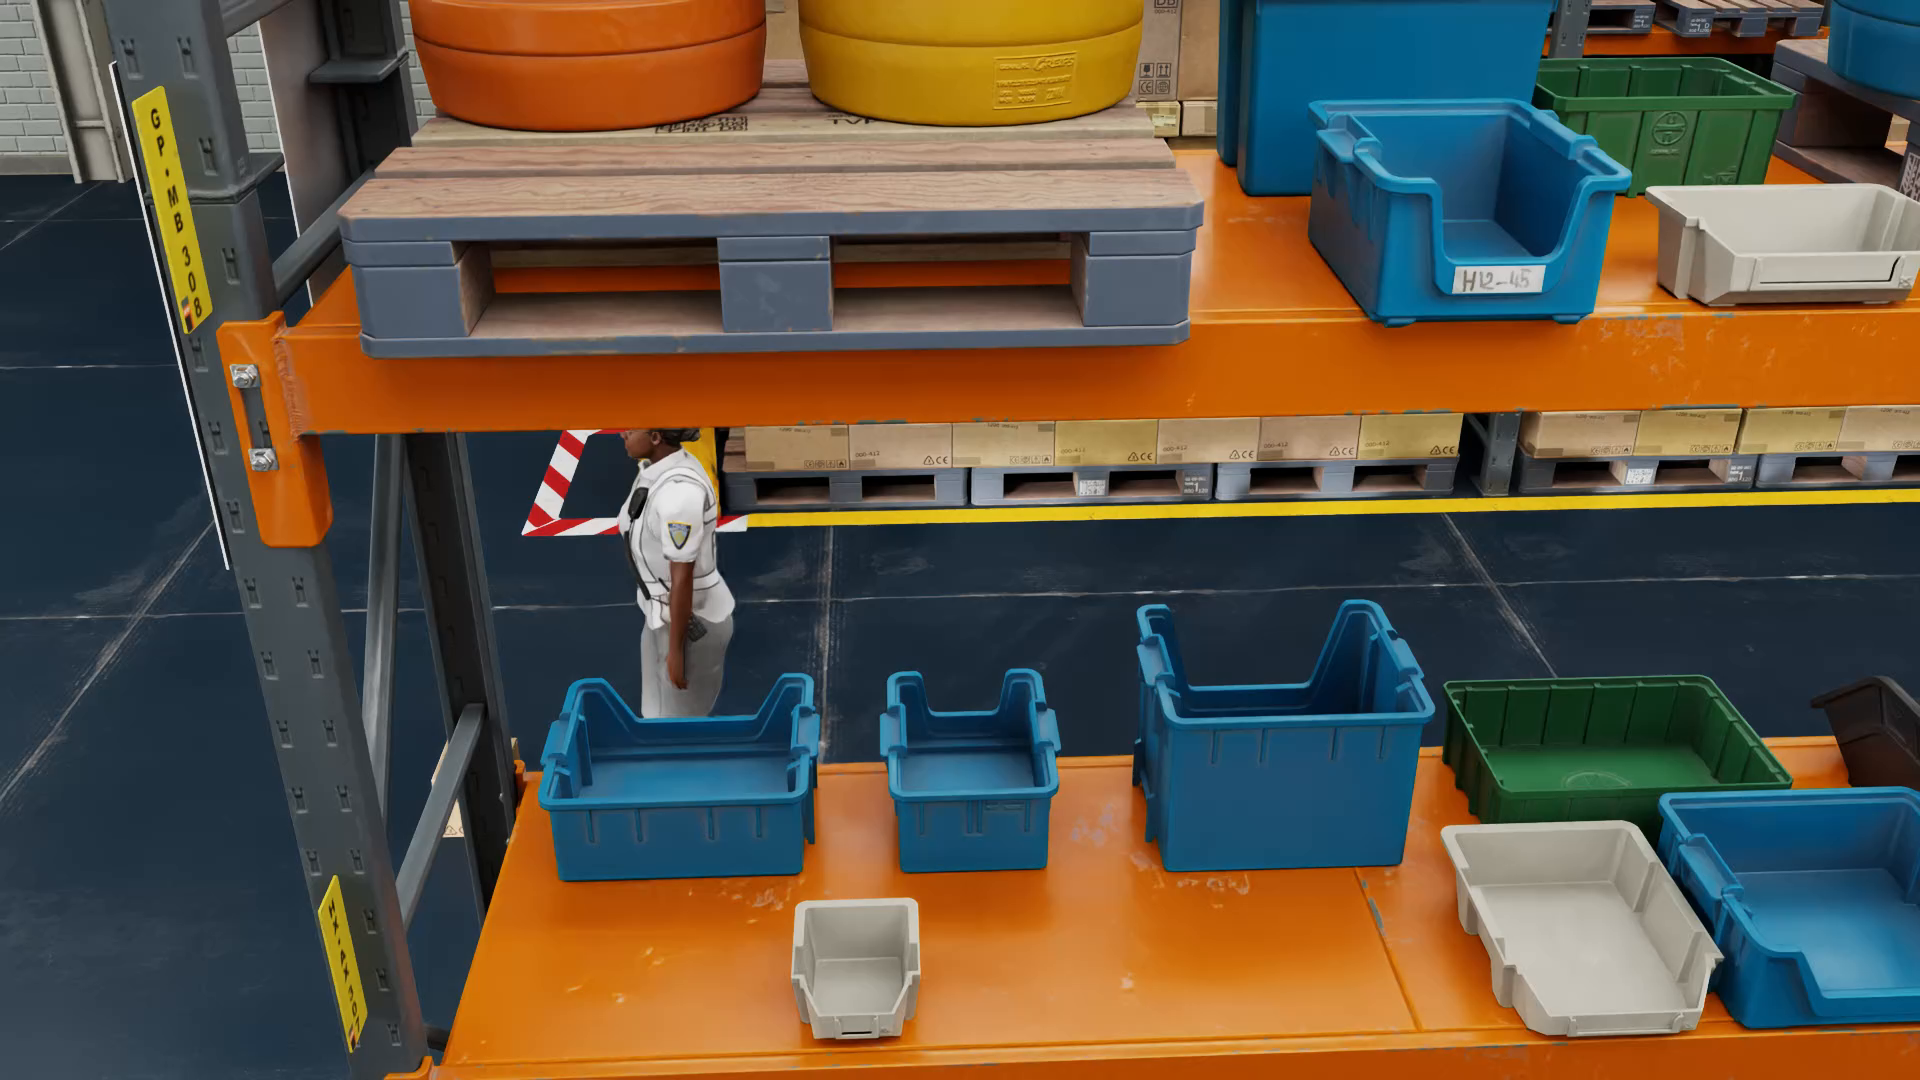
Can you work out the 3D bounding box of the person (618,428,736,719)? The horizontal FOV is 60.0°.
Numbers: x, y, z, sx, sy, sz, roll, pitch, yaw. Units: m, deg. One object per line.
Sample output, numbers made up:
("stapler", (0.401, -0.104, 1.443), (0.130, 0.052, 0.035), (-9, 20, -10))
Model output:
("person", (-0.890, 0.250, 5.620), (0.707, 1.666, 0.479), (-10, 29, -19))
